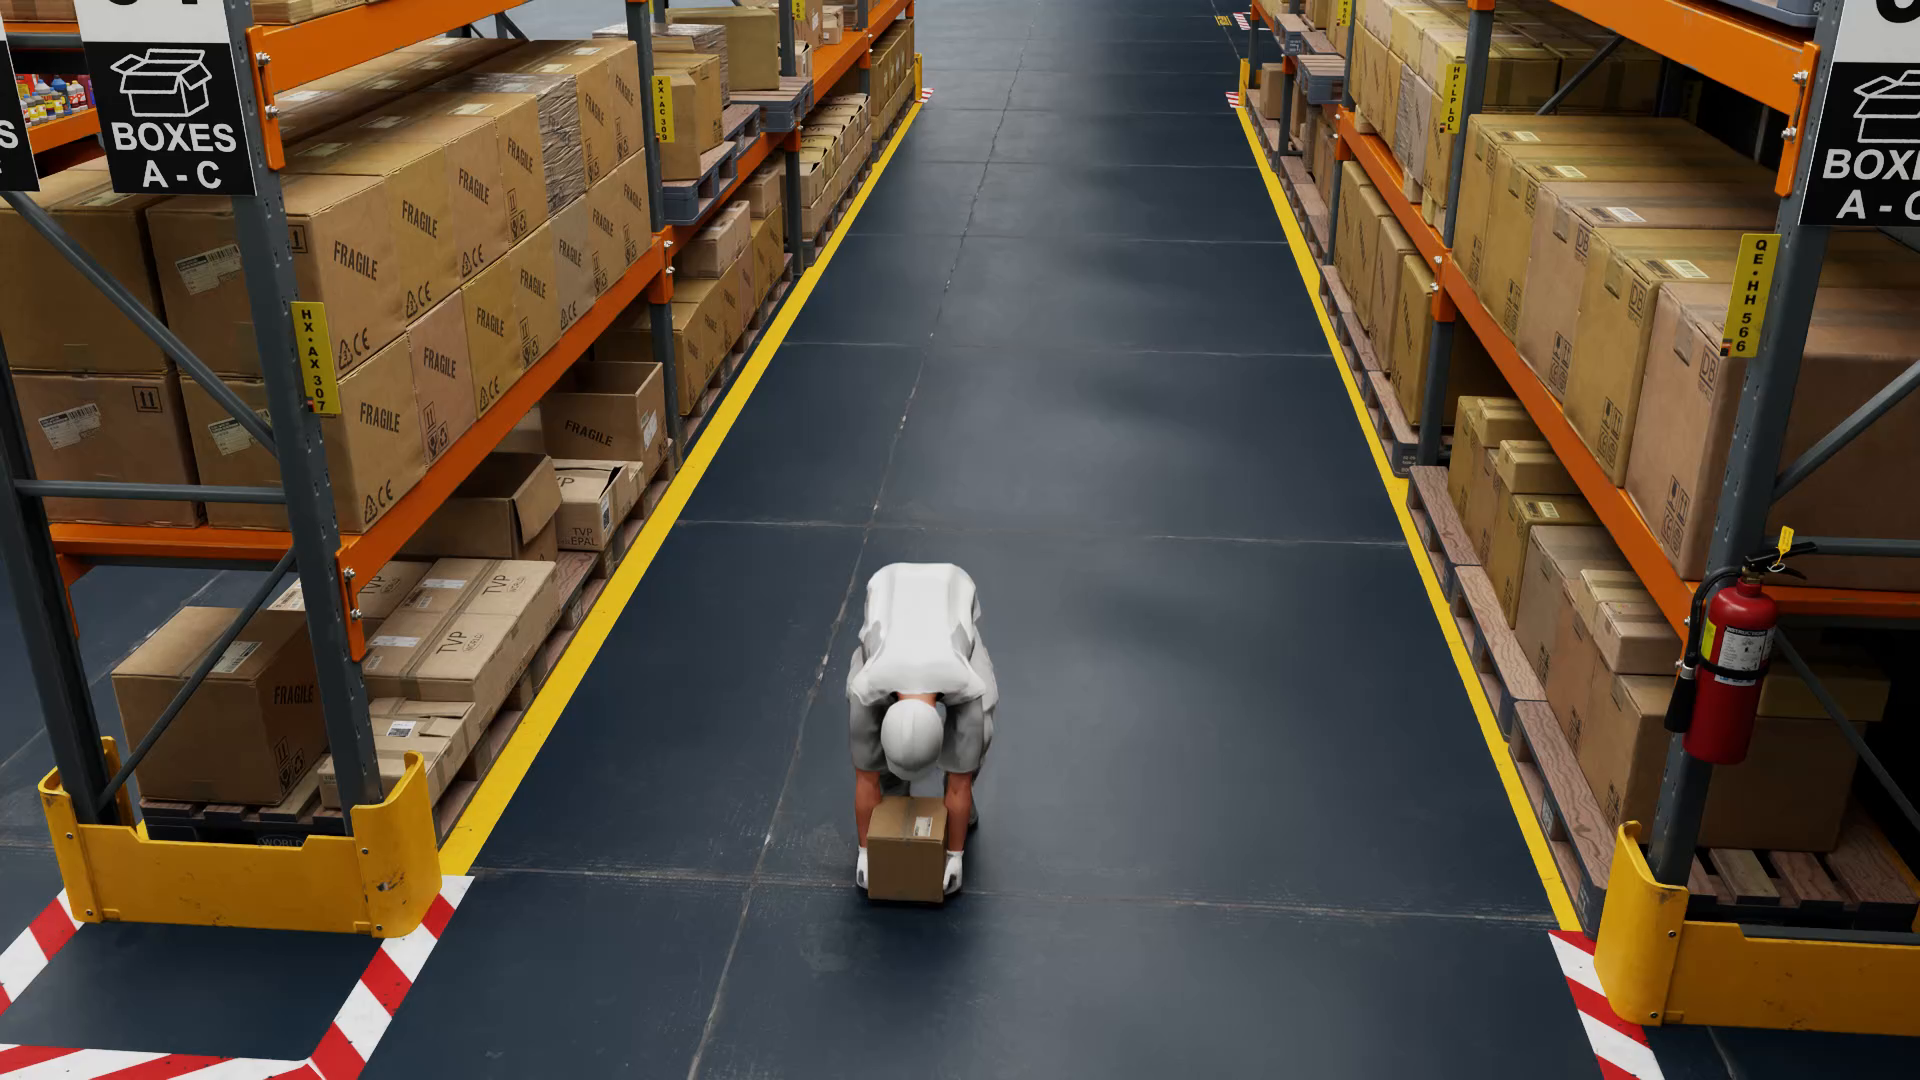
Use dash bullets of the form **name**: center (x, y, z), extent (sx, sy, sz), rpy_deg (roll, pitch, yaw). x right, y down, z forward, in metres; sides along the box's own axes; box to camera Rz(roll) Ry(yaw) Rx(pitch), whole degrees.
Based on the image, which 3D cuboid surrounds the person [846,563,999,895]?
- **person**: center (-0.132, 0.623, 5.718), extent (0.529, 0.941, 0.949), rpy_deg (1, 24, 2)
